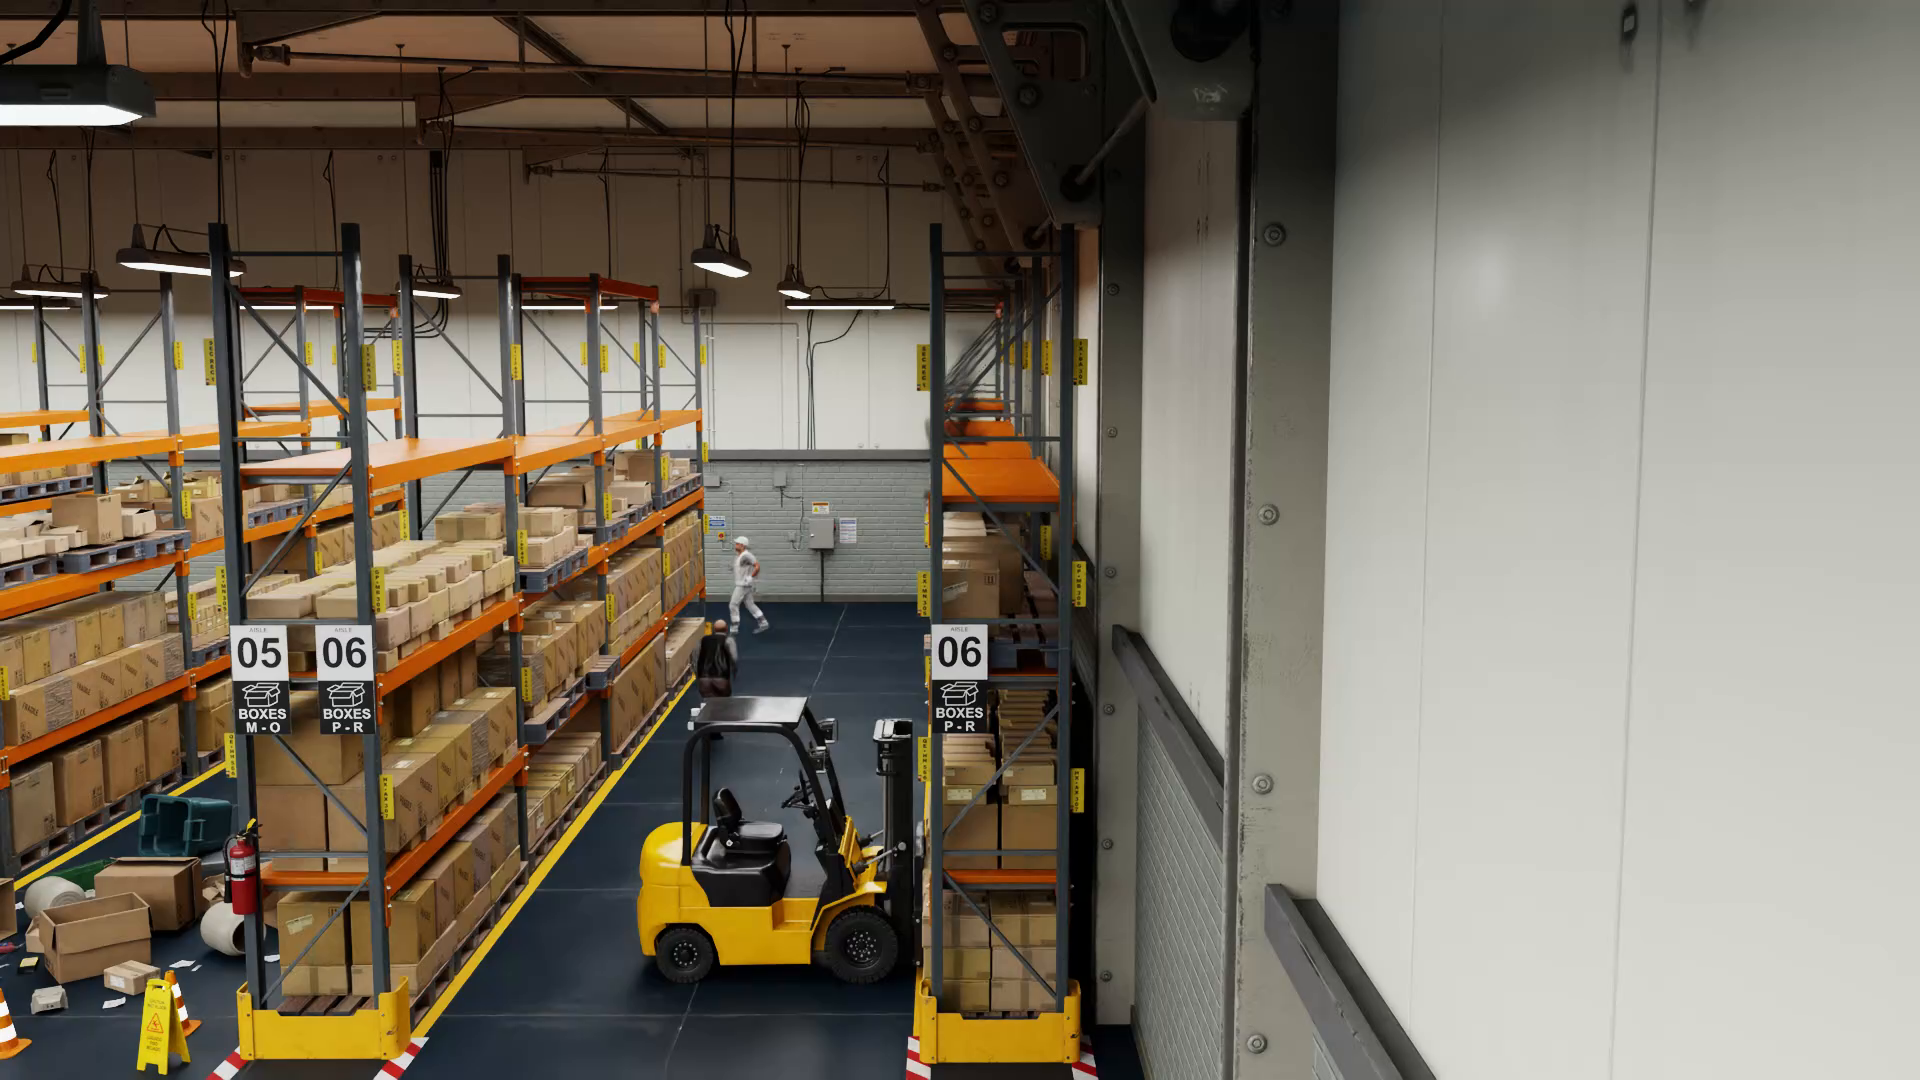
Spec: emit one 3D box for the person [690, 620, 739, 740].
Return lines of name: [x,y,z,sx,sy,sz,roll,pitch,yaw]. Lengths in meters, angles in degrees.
person: [-3.240,1.875,21.743,0.670,1.573,0.958,1,7,9]

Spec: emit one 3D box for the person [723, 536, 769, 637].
person: [-3.808,0.841,29.505,0.833,1.841,0.620,-1,7,-9]
